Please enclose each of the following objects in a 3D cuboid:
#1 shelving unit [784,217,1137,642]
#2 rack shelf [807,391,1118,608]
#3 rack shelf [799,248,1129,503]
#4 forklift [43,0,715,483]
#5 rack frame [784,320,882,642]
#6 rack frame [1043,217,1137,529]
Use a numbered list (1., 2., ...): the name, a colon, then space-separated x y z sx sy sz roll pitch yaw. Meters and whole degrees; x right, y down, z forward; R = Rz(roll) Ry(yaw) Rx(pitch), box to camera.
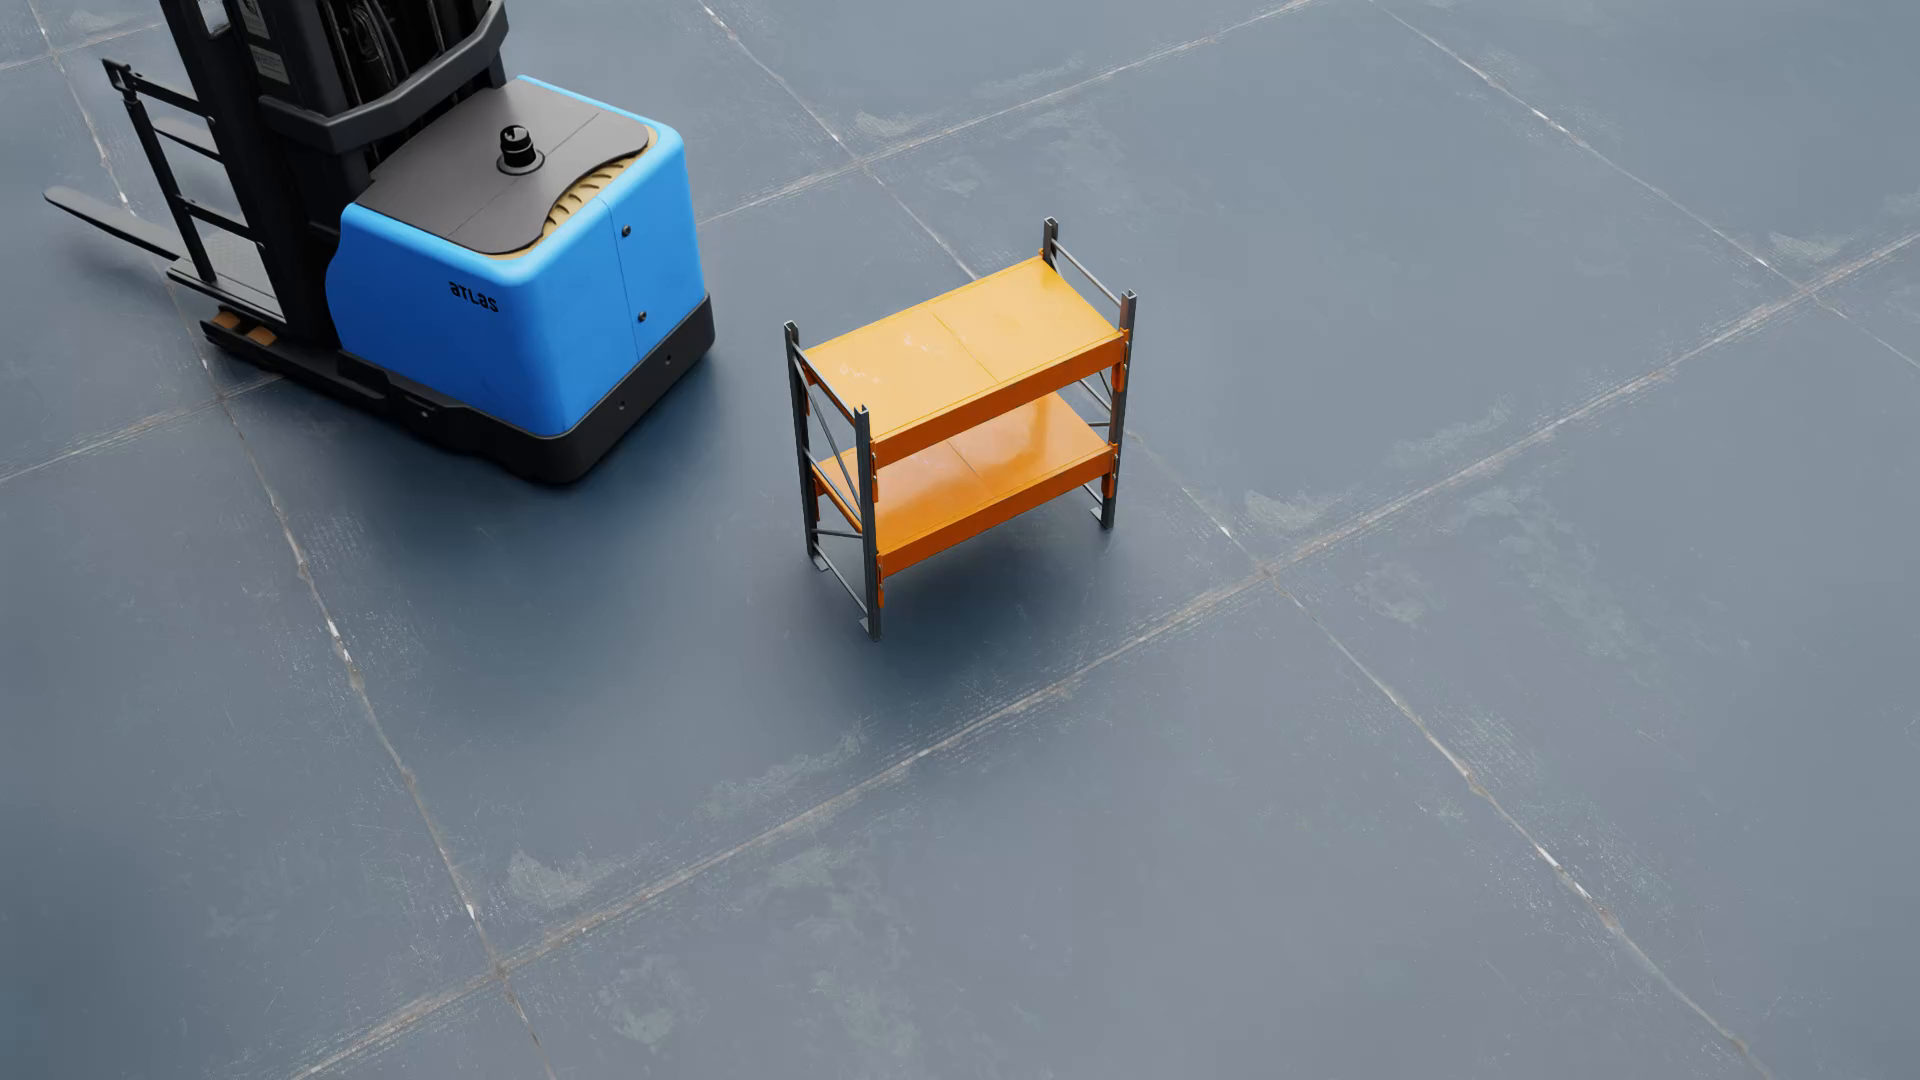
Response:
1. shelving unit: 0.006 -0.377 5.832 1.048 1.125 0.538 -25 53 -21
2. rack shelf: 0.006 -0.214 6.015 1.000 0.278 0.538 -25 53 -21
3. rack shelf: 0.006 -0.571 5.614 1.000 0.278 0.538 -25 53 -21
4. forklift: -2.553 -2.011 6.078 3.031 2.935 1.130 23 52 19
5. rack frame: -0.424 -0.174 5.652 0.032 1.125 0.500 -25 53 -21
6. rack frame: 0.436 -0.579 6.013 0.032 1.125 0.500 -25 53 -21
